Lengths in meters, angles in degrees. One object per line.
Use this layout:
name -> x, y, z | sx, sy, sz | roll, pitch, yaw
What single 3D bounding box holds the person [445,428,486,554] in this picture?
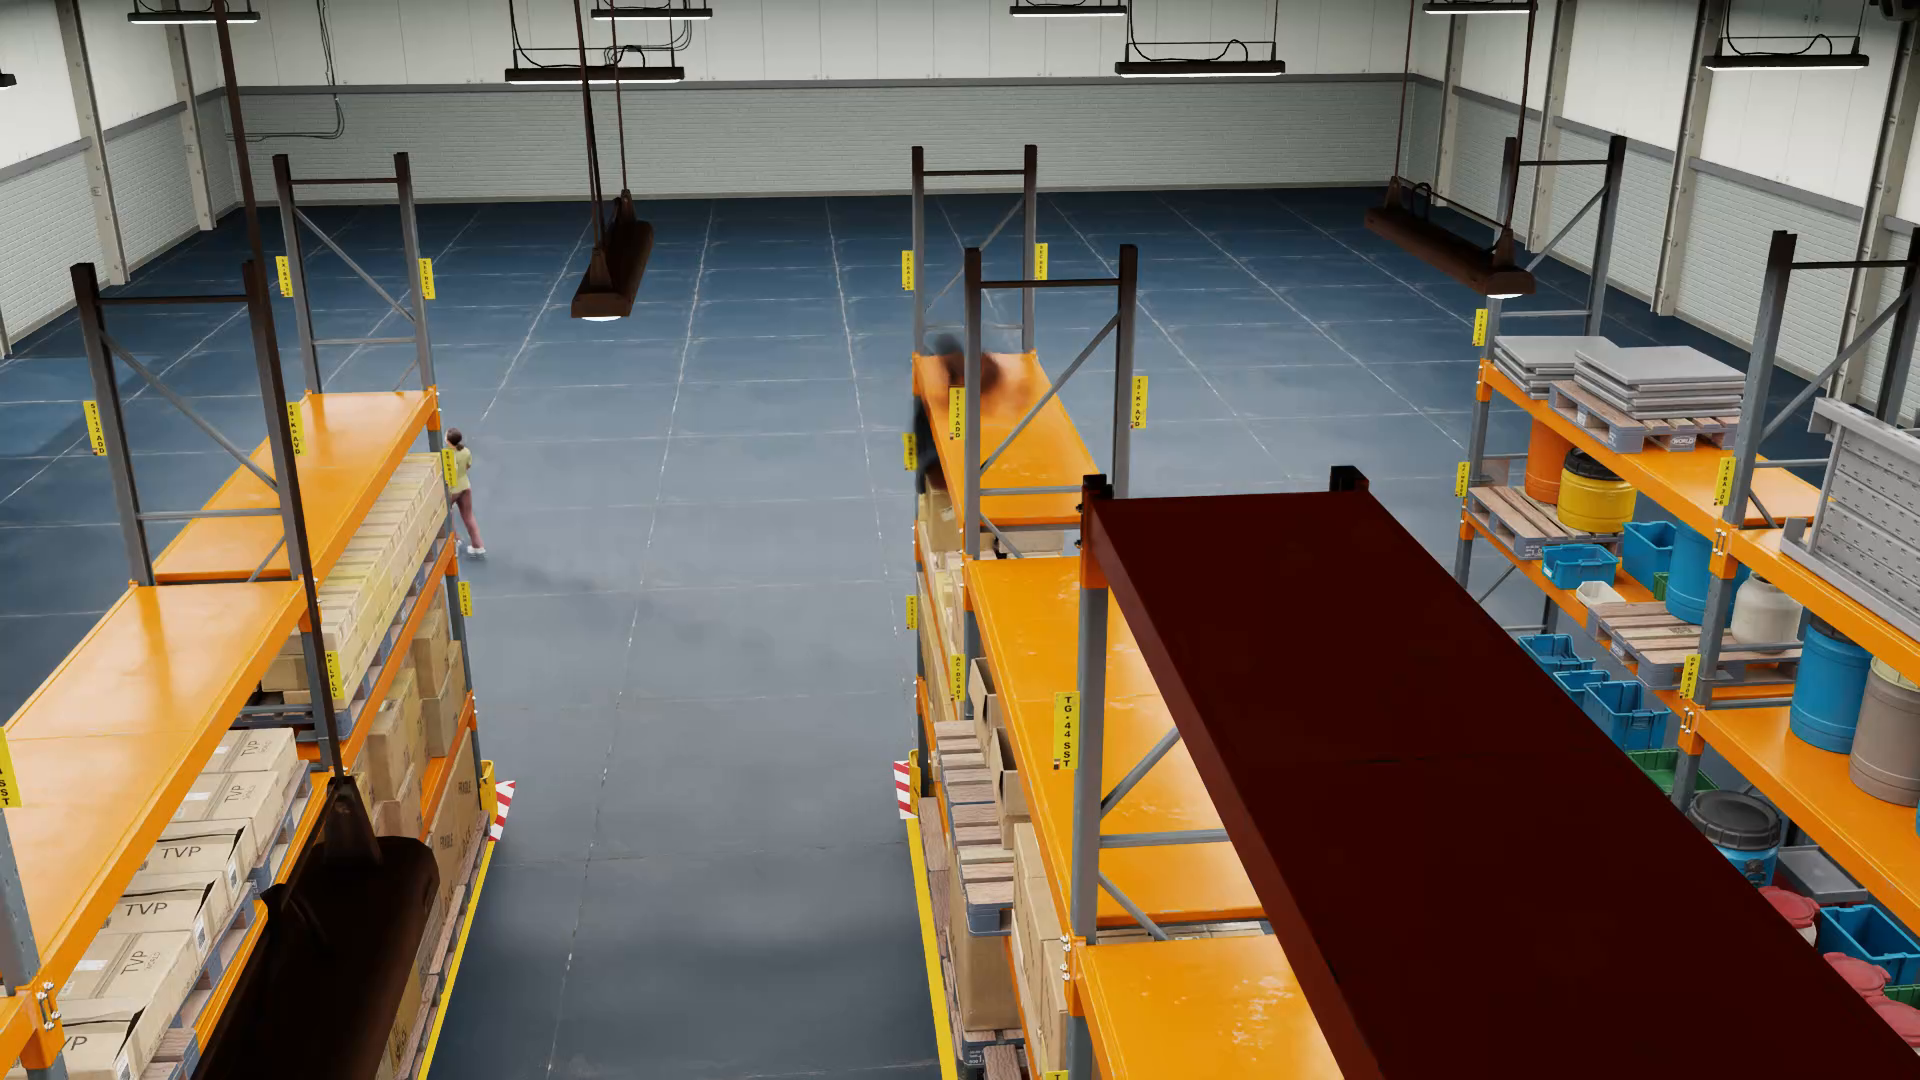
person -> -6.309, -0.589, 20.870 | 0.693, 1.693, 0.545 | 14, 26, 32
